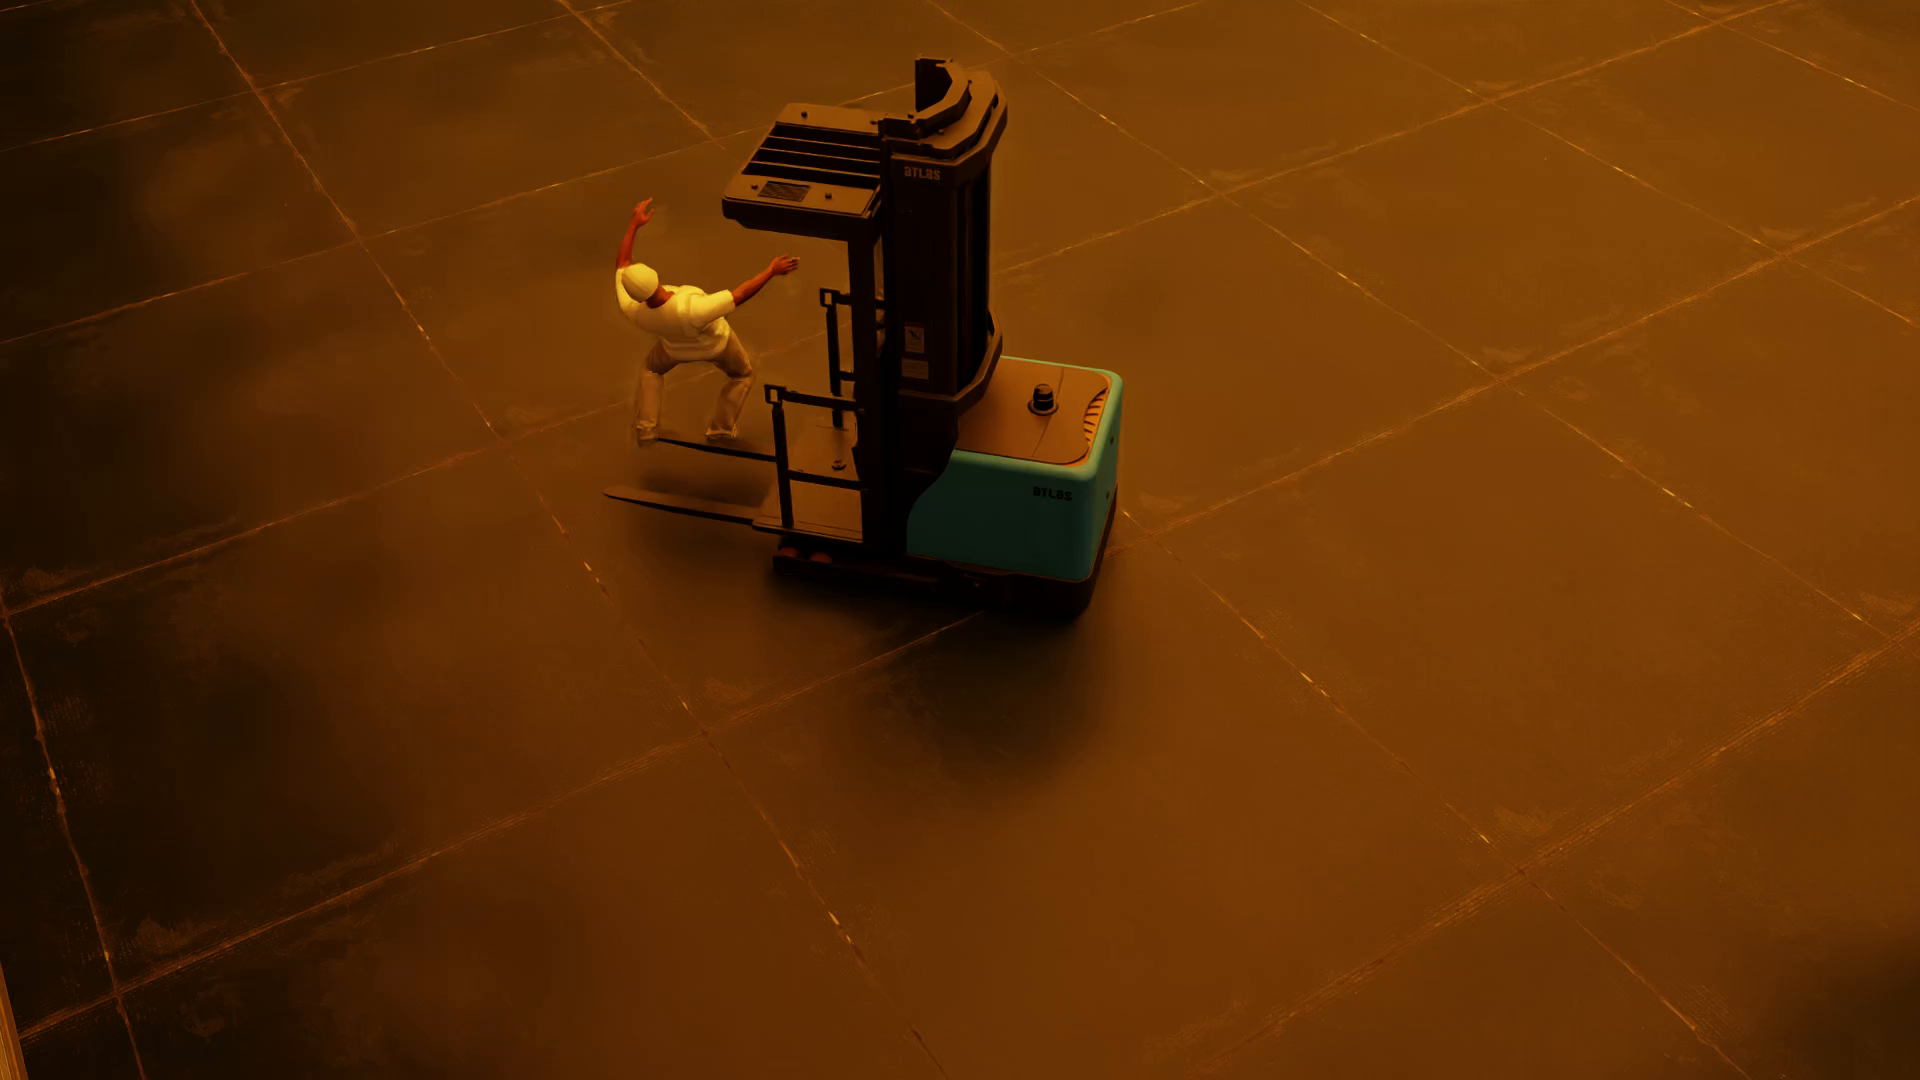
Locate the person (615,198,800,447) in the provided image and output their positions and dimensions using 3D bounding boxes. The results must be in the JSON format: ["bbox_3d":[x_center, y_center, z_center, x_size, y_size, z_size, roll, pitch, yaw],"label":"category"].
[{"bbox_3d":[-1.517,-1.209,10.132,1.100,1.576,0.710,3,41,3],"label":"person"}]

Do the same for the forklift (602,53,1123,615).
[{"bbox_3d":[-0.622,-1.192,9.236,3.031,2.935,1.130,9,42,10],"label":"forklift"}]
